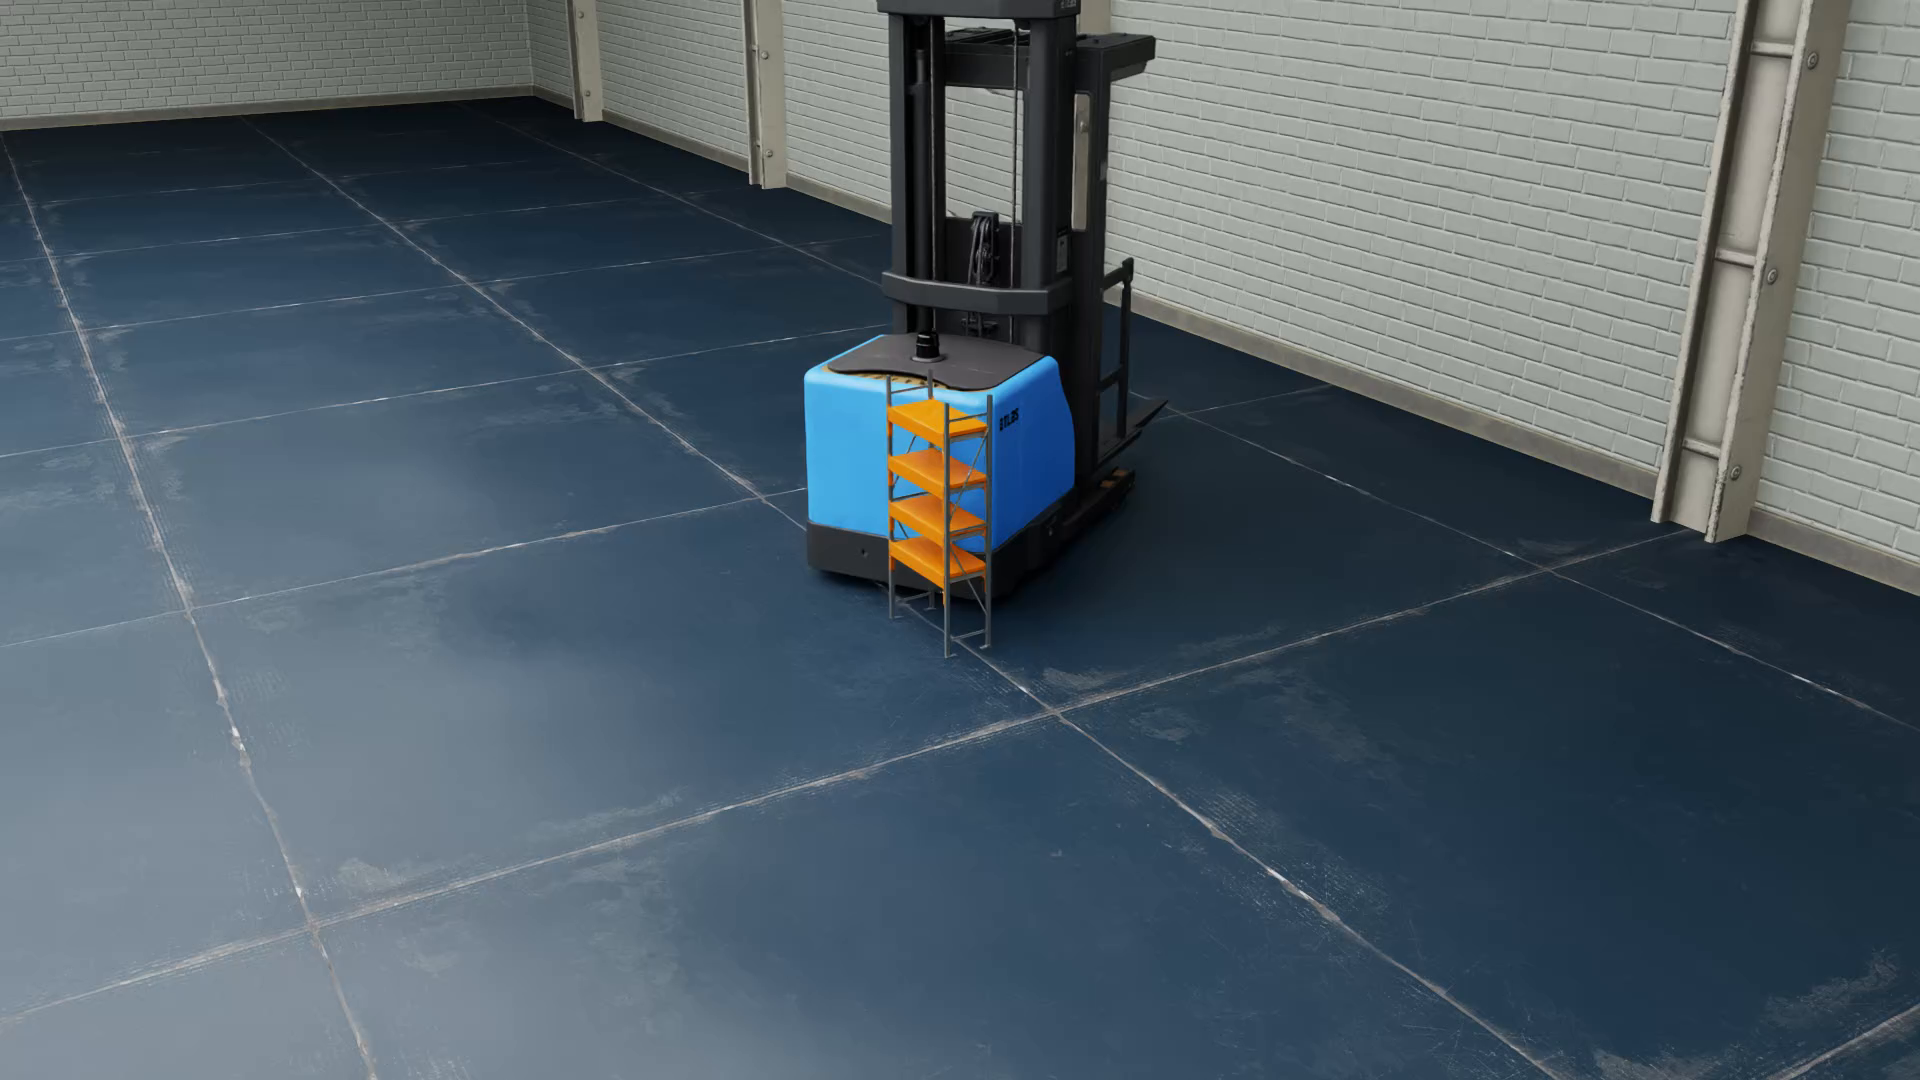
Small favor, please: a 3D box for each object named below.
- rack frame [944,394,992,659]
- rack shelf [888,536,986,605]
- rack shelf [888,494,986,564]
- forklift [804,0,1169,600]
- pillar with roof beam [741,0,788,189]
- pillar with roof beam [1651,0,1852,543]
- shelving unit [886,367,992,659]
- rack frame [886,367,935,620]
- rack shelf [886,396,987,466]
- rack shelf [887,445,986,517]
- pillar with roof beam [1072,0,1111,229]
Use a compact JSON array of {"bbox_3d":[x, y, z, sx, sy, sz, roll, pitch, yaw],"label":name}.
[{"bbox_3d":[0.035,-0.047,7.335,0.240,1.200,0.015,-14,26,-30],"label":"rack frame"},{"bbox_3d":[-0.096,0.121,7.625,0.258,0.148,0.480,-14,26,-30],"label":"rack shelf"},{"bbox_3d":[-0.096,-0.062,7.550,0.258,0.148,0.480,-14,26,-30],"label":"rack shelf"},{"bbox_3d":[0.339,-1.589,8.828,1.130,2.935,3.031,10,24,24],"label":"forklift"},{"bbox_3d":[-5.830,-7.301,14.822,9.100,9.000,0.400,-13,25,-28],"label":"pillar with roof beam"},{"bbox_3d":[0.300,-3.416,5.265,9.100,9.000,0.400,-13,25,-28],"label":"pillar with roof beam"},{"bbox_3d":[-0.096,-0.125,7.525,0.258,1.200,0.503,-14,26,-30],"label":"shelving unit"},{"bbox_3d":[-0.228,-0.202,7.716,0.240,1.200,0.015,-14,26,-30],"label":"rack frame"},{"bbox_3d":[-0.096,-0.489,7.377,0.258,0.148,0.480,-14,26,-30],"label":"rack shelf"},{"bbox_3d":[-0.096,-0.270,7.466,0.258,0.148,0.480,-14,26,-30],"label":"rack shelf"},{"bbox_3d":[-2.765,-5.358,10.044,9.100,9.000,0.400,-13,25,-28],"label":"pillar with roof beam"}]
